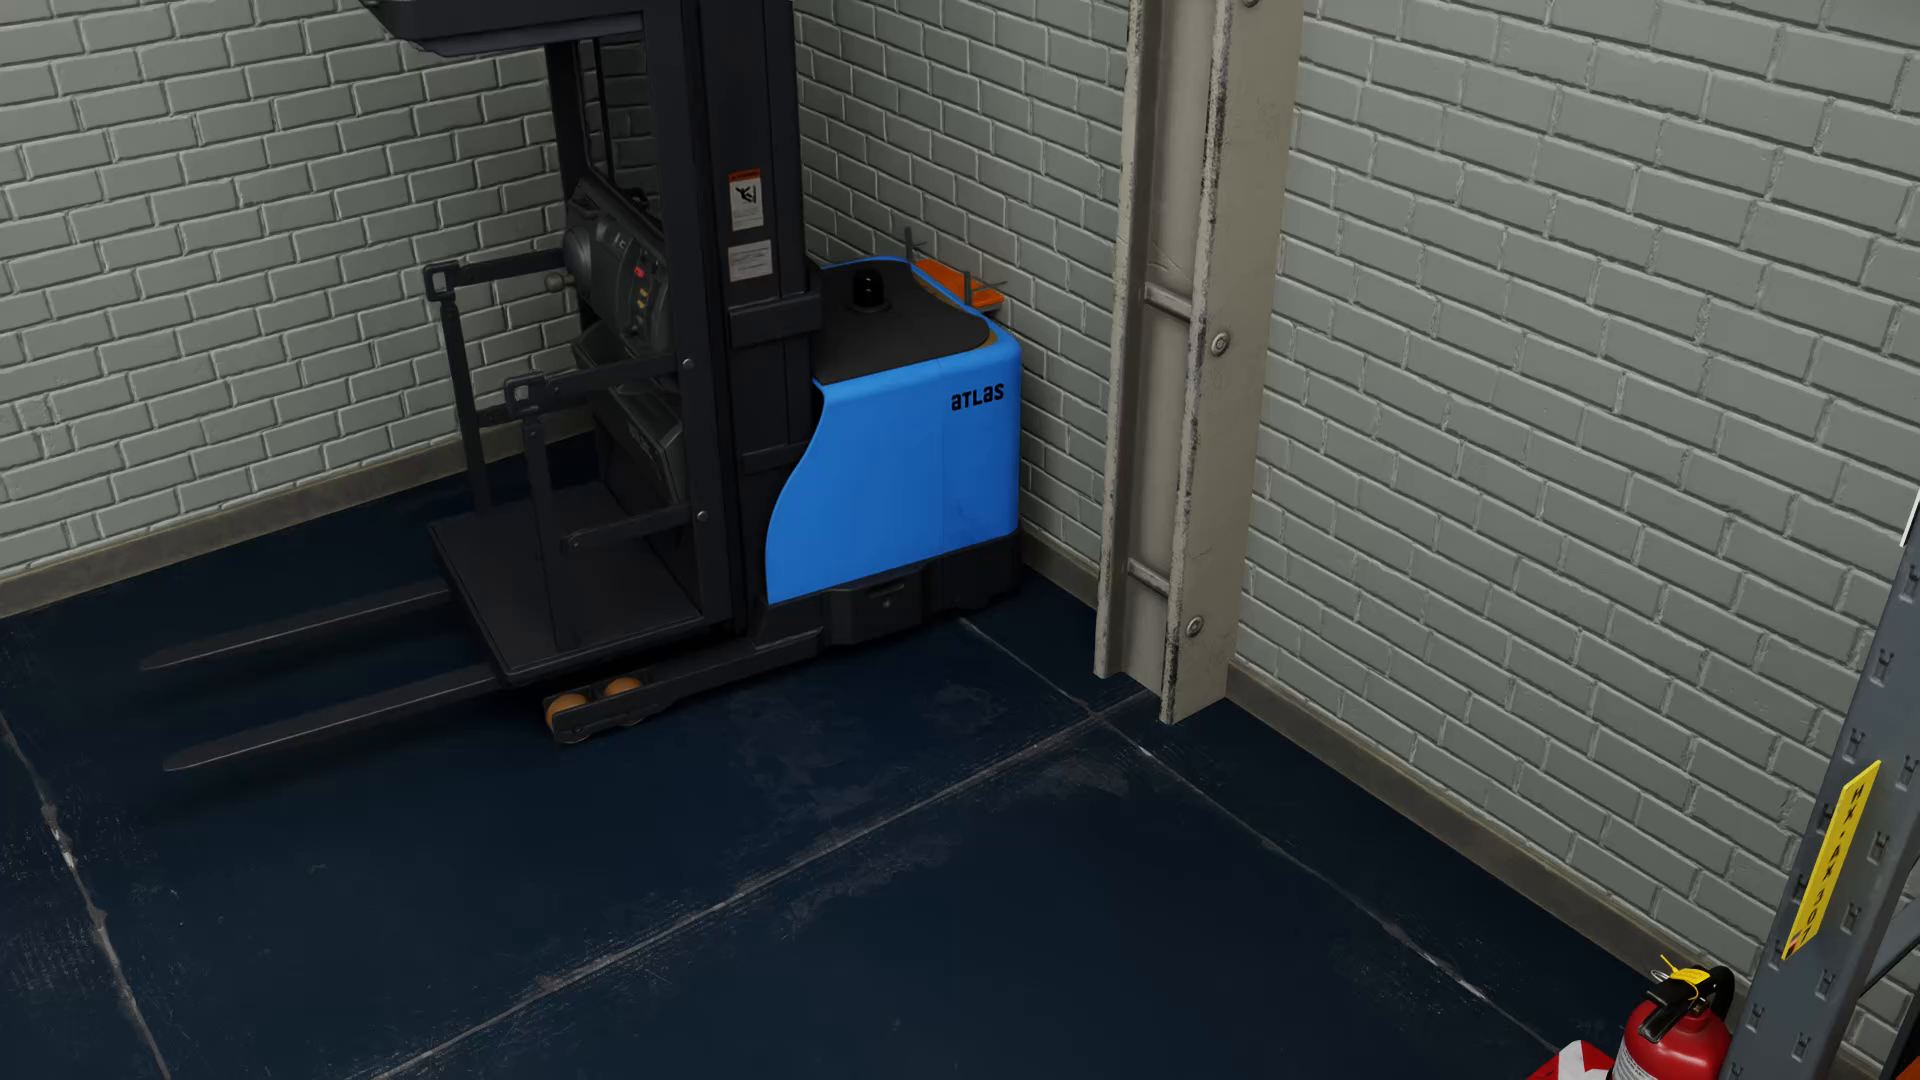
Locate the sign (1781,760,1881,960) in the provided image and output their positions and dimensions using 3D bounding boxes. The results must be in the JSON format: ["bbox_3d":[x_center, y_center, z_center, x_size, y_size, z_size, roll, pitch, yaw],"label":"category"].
[{"bbox_3d":[1.232,0.456,2.352,0.100,0.325,0.005,-22,38,-31],"label":"sign"}]

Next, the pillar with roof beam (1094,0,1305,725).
[{"bbox_3d":[-2.681,-1.923,1.317,9.100,9.000,0.400,-22,38,-31],"label":"pillar with roof beam"}]

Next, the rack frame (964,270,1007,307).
[{"bbox_3d":[0.149,-0.505,6.401,0.240,1.200,0.015,-18,36,-22],"label":"rack frame"}]

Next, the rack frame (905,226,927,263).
[{"bbox_3d":[-0.079,-0.735,6.766,0.240,1.200,0.015,-18,36,-22],"label":"rack frame"}]

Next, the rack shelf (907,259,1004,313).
[{"bbox_3d":[0.018,-0.948,6.367,0.258,0.148,0.480,-18,36,-22],"label":"rack shelf"}]

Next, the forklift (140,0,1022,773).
[{"bbox_3d":[-1.308,-0.875,5.380,3.031,2.935,1.130,-16,35,-24],"label":"forklift"}]

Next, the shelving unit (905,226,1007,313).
[{"bbox_3d":[0.035,-0.620,6.584,0.258,1.200,0.503,-18,36,-22],"label":"shelving unit"}]

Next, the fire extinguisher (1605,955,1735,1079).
[{"bbox_3d":[1.205,0.927,2.840,0.296,0.674,0.183,-22,38,-31],"label":"fire extinguisher"}]

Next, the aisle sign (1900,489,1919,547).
[{"bbox_3d":[1.387,-0.390,2.071,0.394,0.787,0.004,-22,38,-31],"label":"aisle sign"}]
